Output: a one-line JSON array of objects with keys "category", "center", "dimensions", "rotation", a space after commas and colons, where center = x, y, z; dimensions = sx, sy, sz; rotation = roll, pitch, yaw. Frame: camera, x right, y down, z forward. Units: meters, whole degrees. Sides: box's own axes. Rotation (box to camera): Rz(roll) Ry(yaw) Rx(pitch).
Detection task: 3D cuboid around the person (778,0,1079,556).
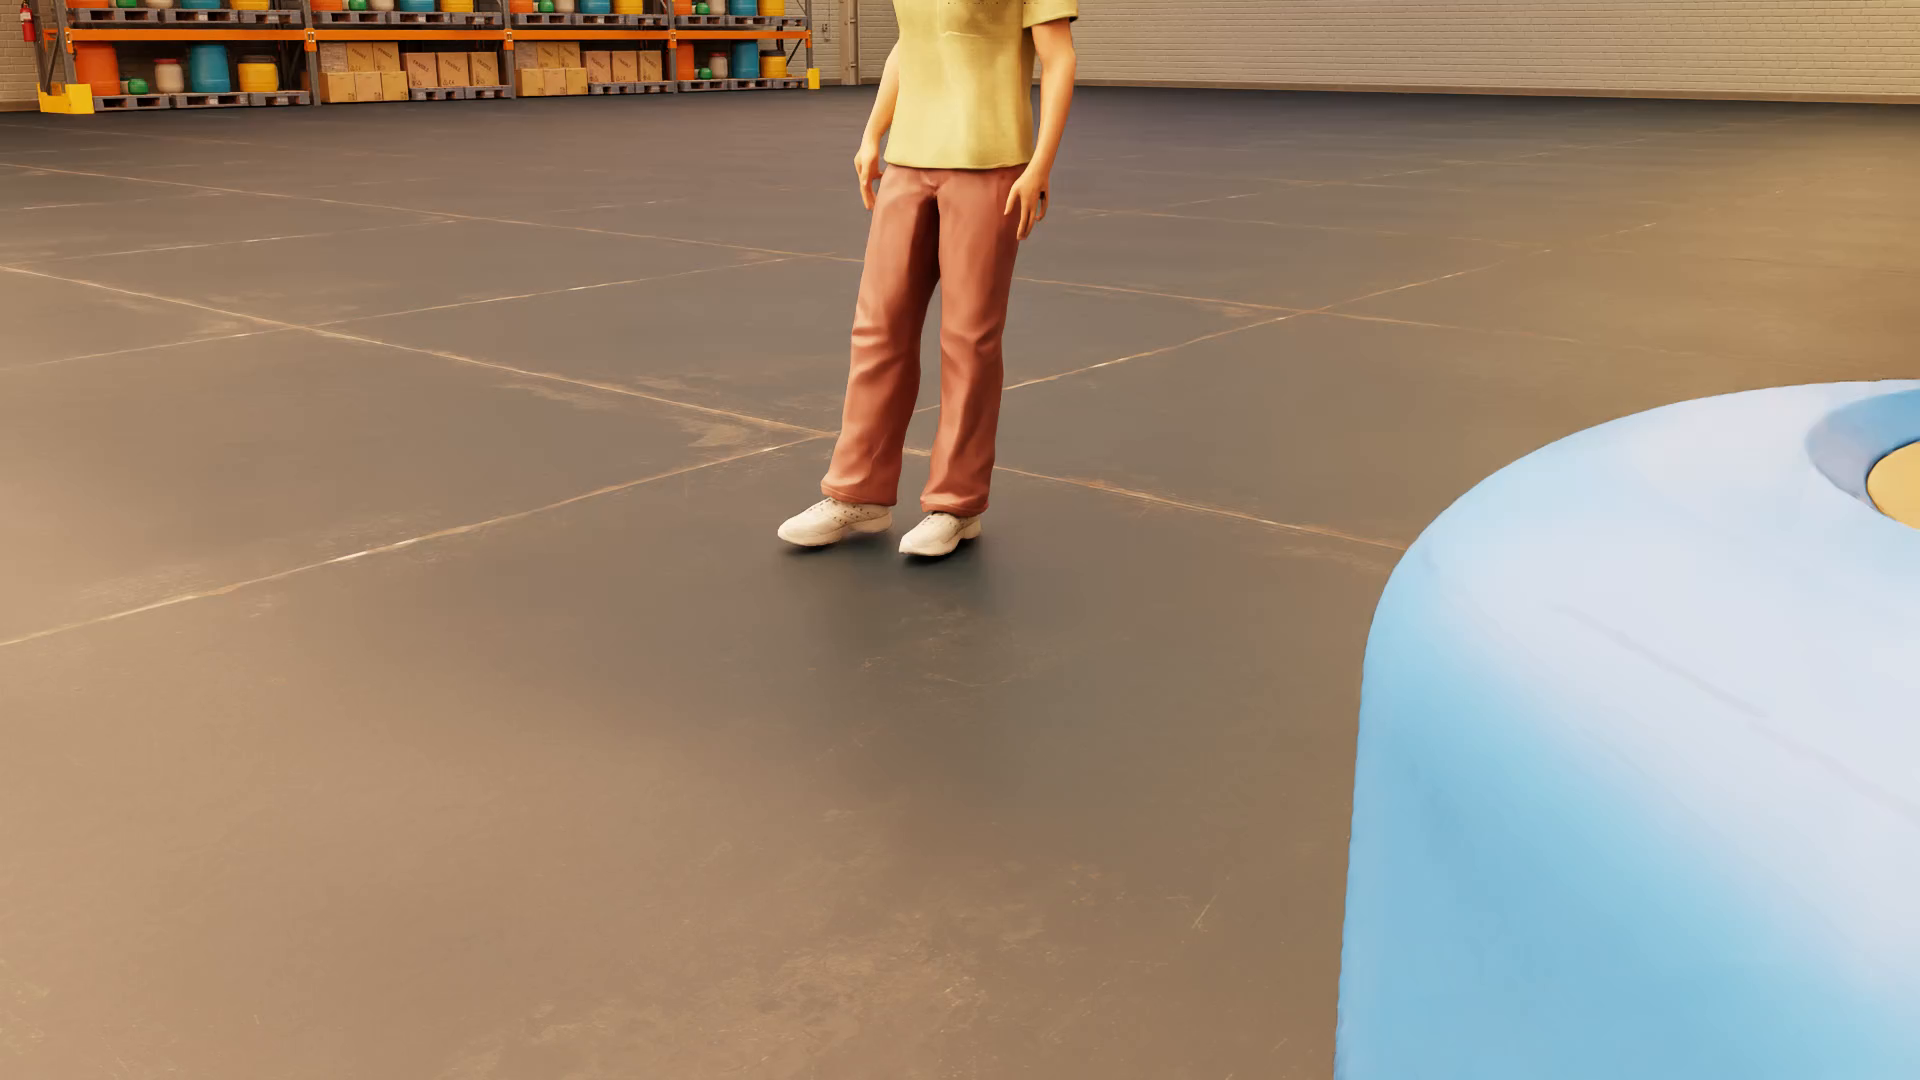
[{"category": "person", "center": [-0.055, -0.794, 3.649], "dimensions": [0.555, 1.675, 0.548], "rotation": [13, 21, 37]}]
